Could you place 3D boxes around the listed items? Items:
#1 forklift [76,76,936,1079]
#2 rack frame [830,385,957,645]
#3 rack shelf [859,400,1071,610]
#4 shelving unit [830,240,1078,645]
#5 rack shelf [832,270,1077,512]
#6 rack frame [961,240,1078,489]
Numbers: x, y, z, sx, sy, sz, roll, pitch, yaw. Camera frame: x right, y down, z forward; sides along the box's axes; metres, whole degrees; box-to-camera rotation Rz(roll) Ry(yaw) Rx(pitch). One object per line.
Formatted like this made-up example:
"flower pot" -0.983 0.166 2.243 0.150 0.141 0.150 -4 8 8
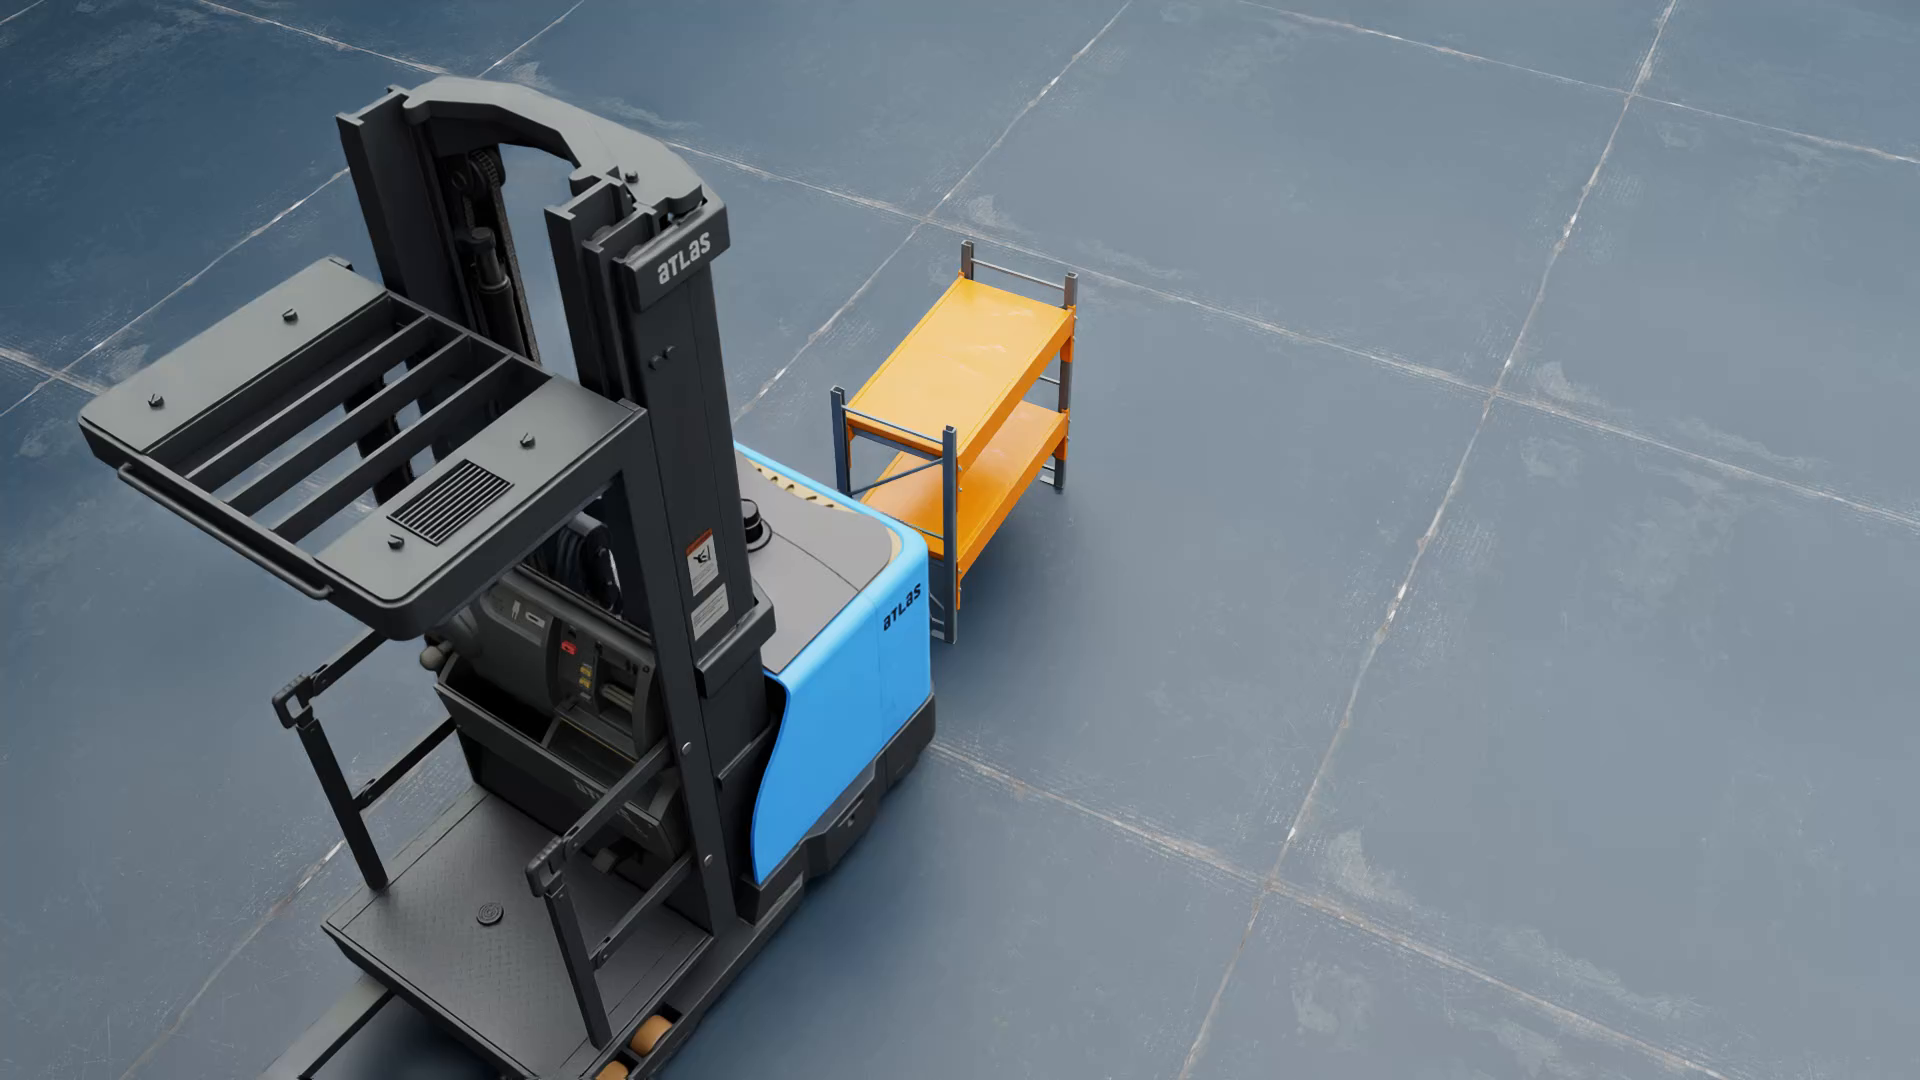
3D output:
"forklift" -1.340 0.384 4.590 1.130 2.935 3.031 26 51 23
"rack frame" -0.239 -0.071 6.309 0.500 1.125 0.032 20 49 19
"rack shelf" -0.003 -0.219 6.800 0.538 0.278 1.000 20 49 19
"shelving unit" -0.003 -0.391 6.626 0.538 1.125 1.048 20 49 19
"rack shelf" -0.003 -0.597 6.417 0.538 0.278 1.000 20 49 19
"rack frame" 0.233 -0.711 6.942 0.500 1.125 0.032 20 49 19
